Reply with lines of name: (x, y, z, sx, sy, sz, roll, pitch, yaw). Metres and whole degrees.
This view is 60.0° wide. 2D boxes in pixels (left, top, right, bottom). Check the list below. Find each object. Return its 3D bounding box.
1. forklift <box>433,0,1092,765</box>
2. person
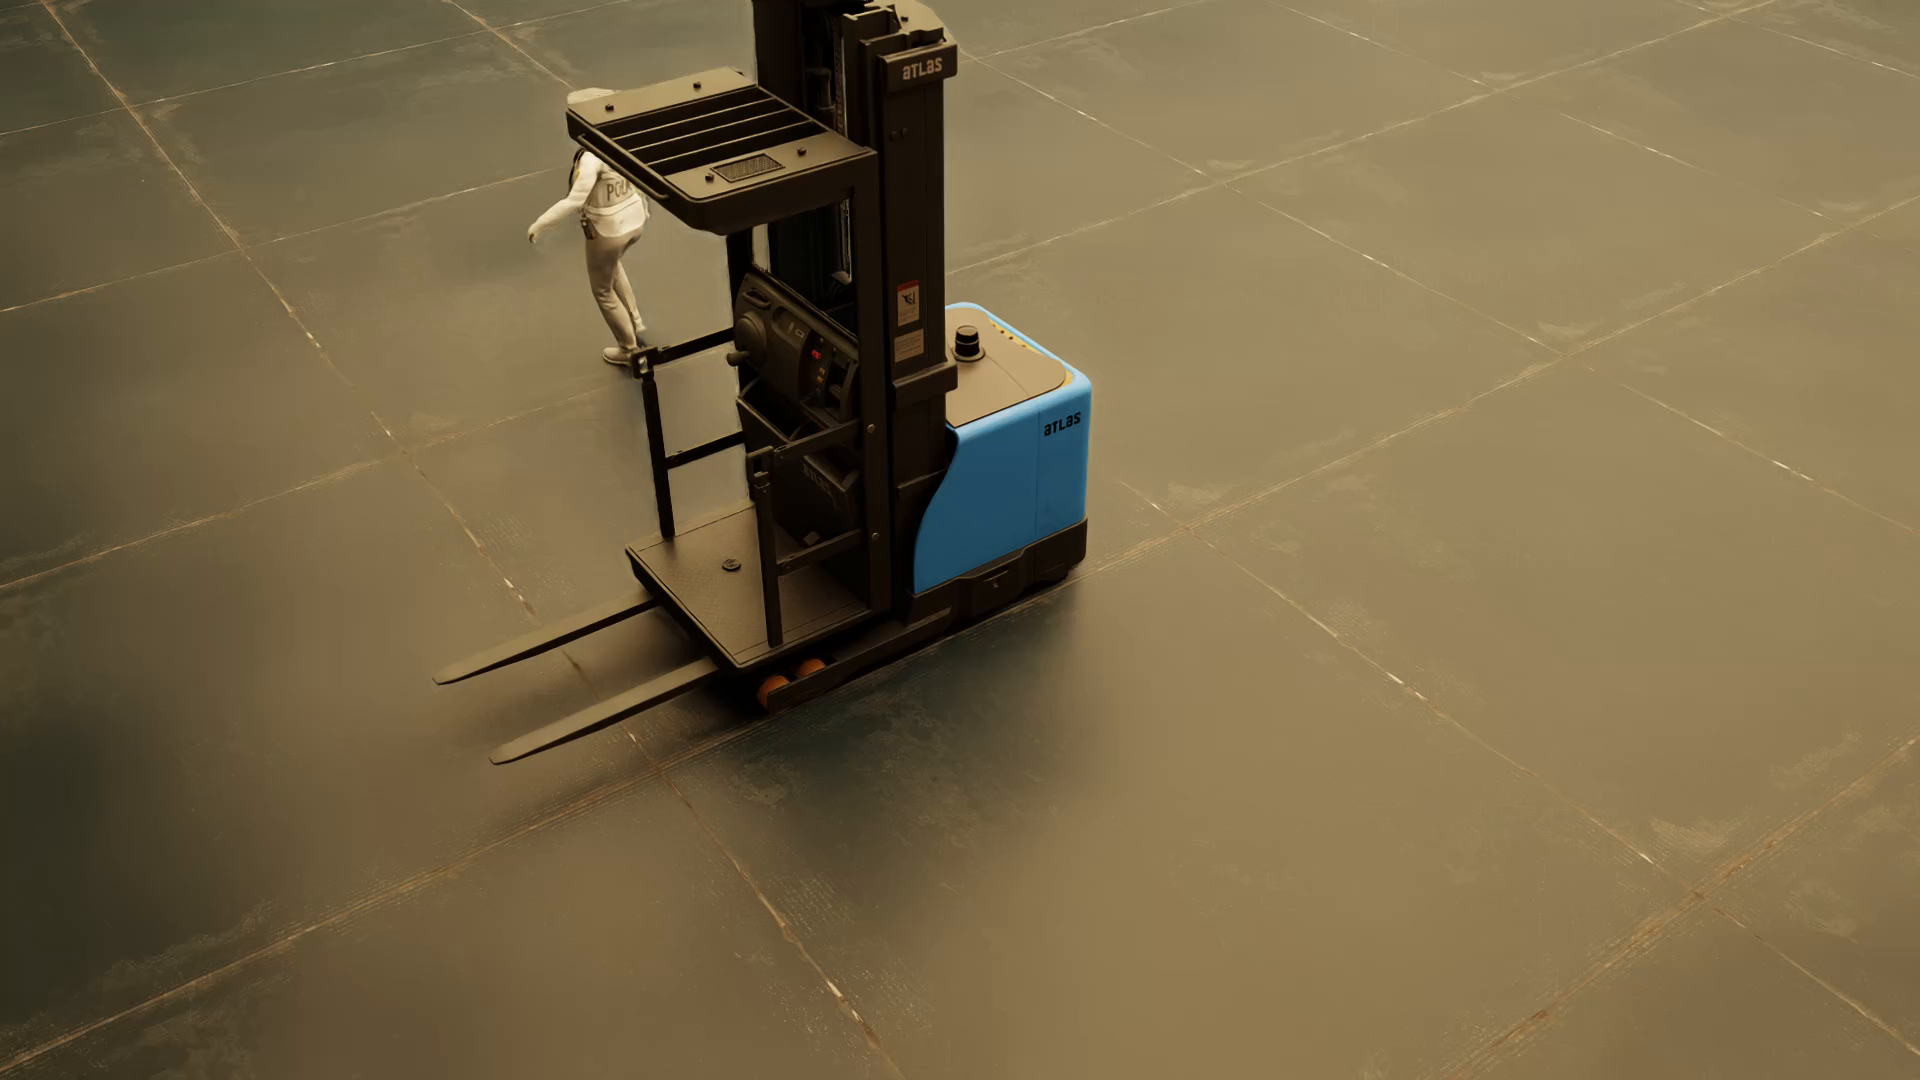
forklift: (-0.872, -0.768, 6.984, 3.031, 2.935, 1.130, -23, 42, -28)
person: (-2.013, -1.740, 9.418, 0.442, 1.685, 0.837, 20, 41, 25)
